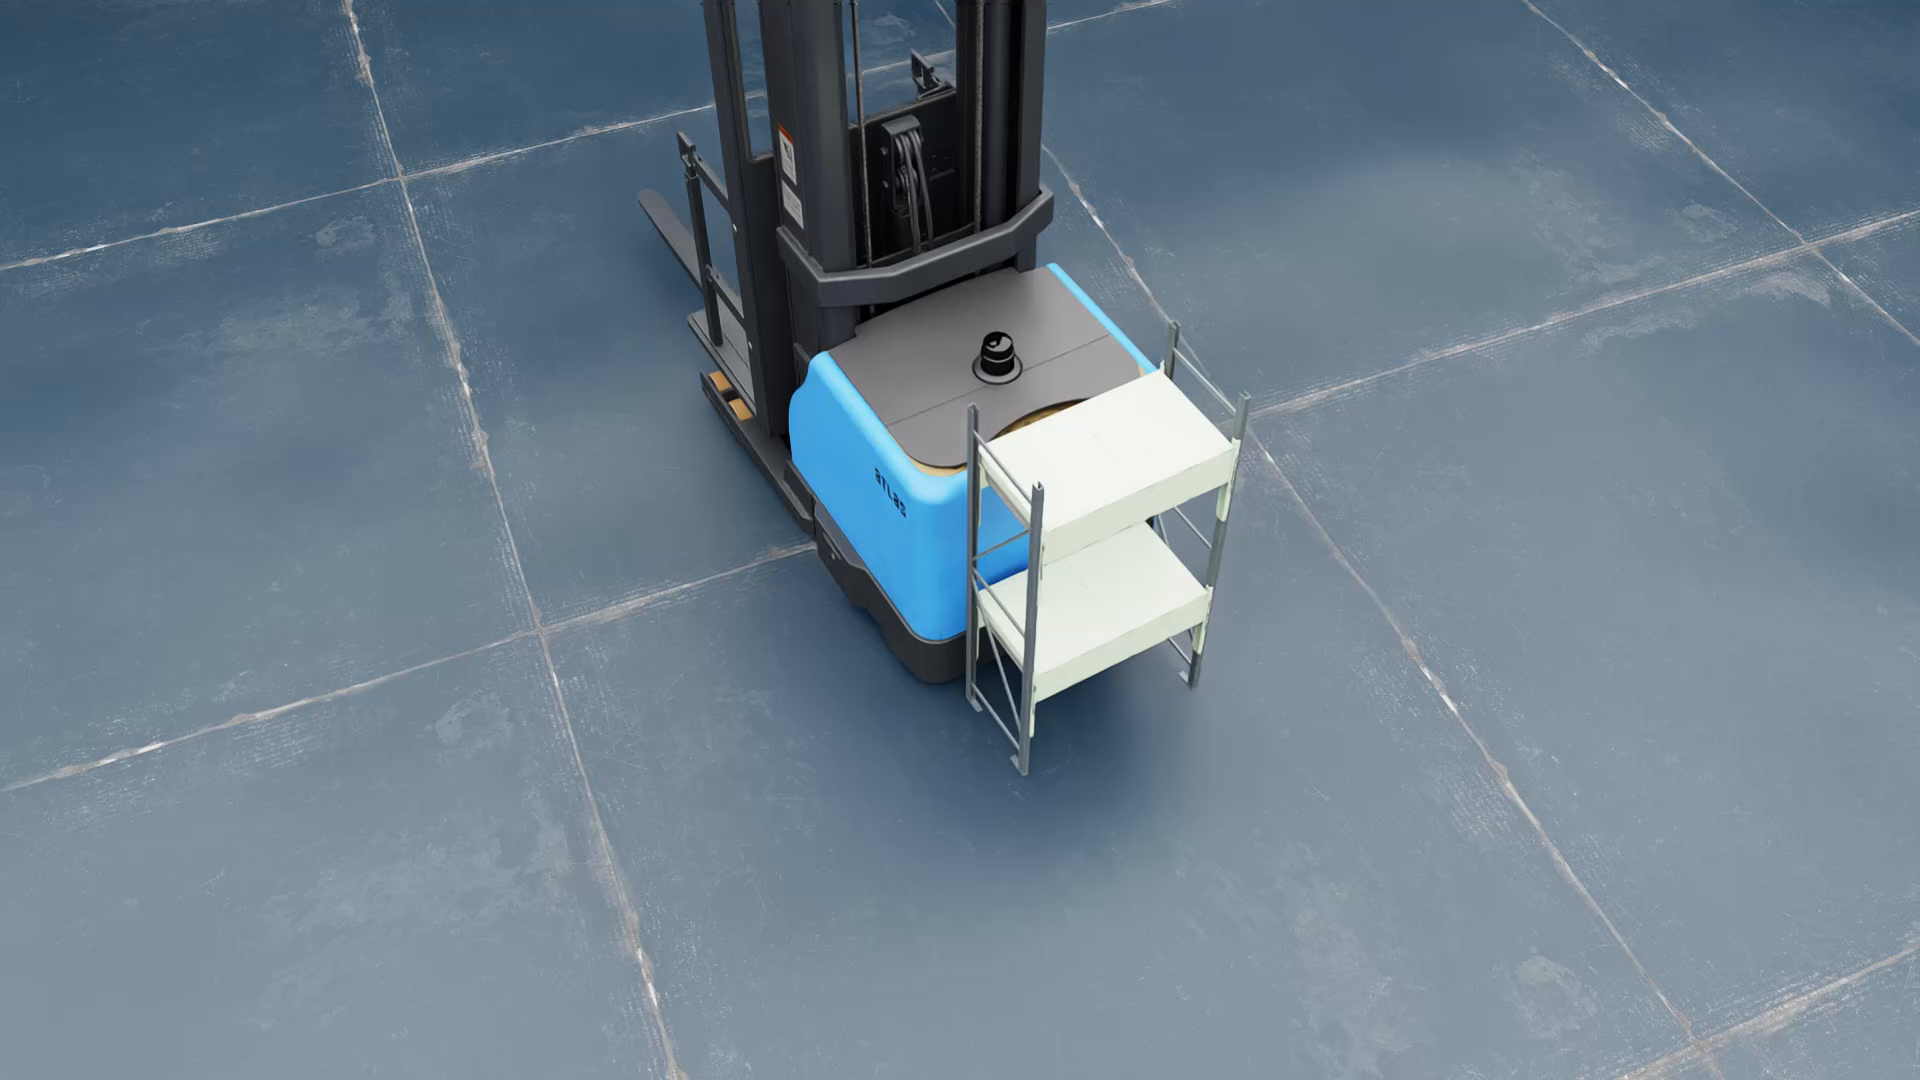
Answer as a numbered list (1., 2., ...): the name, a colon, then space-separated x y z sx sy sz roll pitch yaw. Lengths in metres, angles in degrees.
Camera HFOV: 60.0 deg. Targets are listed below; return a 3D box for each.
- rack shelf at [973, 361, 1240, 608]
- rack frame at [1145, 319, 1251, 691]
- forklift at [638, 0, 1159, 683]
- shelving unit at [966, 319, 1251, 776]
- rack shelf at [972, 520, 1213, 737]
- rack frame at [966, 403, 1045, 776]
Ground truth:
1. rack shelf: 0.448 -0.182 5.244 0.720 0.370 0.431 -24 53 -19
2. rack frame: 0.763 -0.068 5.660 0.023 1.500 0.400 -24 53 -19
3. forklift: -0.436 -1.550 5.990 1.130 2.935 3.031 -24 53 -19
4. shelving unit: 0.447 0.072 5.540 0.755 1.500 0.431 -24 53 -19
5. rack shelf: 0.447 0.284 5.787 0.720 0.370 0.431 -24 53 -19
6. rack frame: 0.131 0.212 5.420 0.023 1.500 0.400 -24 53 -19
